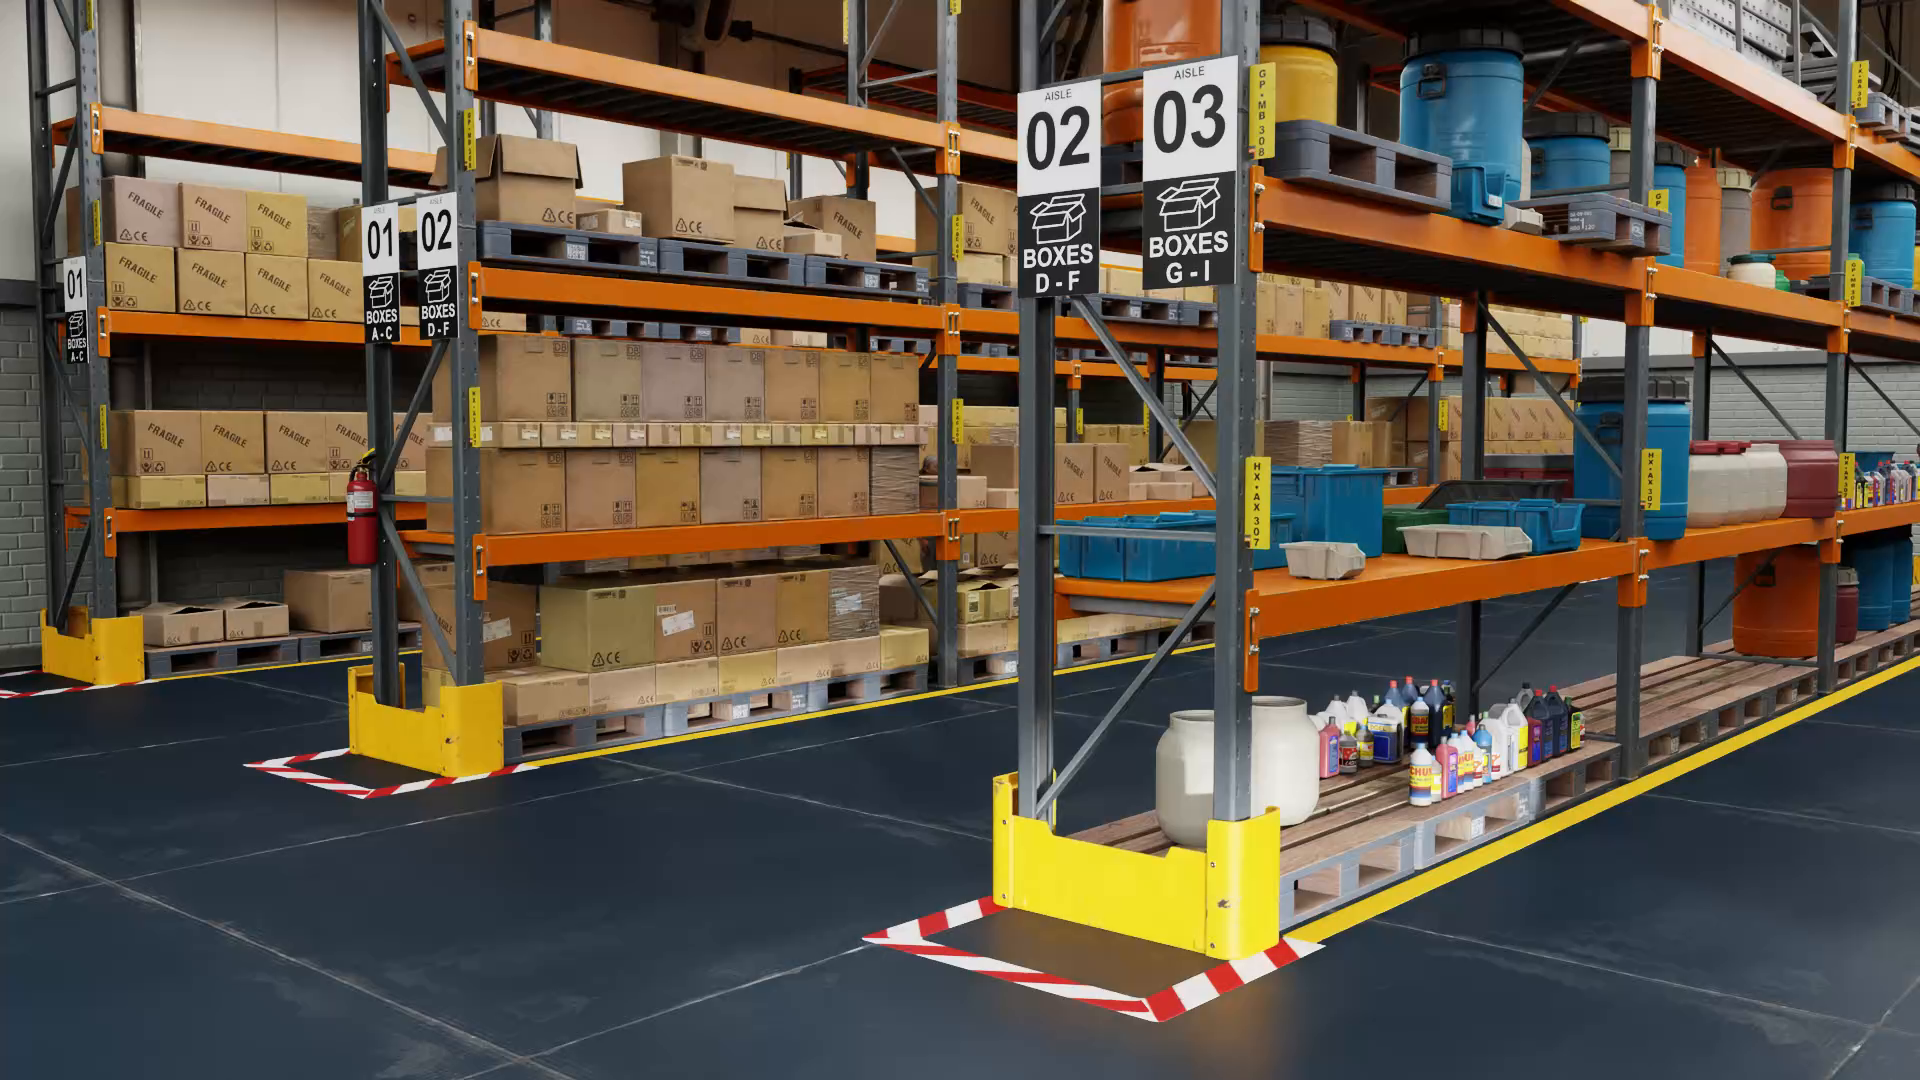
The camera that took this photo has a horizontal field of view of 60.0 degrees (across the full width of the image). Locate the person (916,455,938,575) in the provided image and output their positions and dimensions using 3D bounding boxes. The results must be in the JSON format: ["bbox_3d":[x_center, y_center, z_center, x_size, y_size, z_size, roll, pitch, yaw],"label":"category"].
[{"bbox_3d":[-0.238,-0.014,16.767,0.349,1.655,0.501,3,5,41],"label":"person"}]
